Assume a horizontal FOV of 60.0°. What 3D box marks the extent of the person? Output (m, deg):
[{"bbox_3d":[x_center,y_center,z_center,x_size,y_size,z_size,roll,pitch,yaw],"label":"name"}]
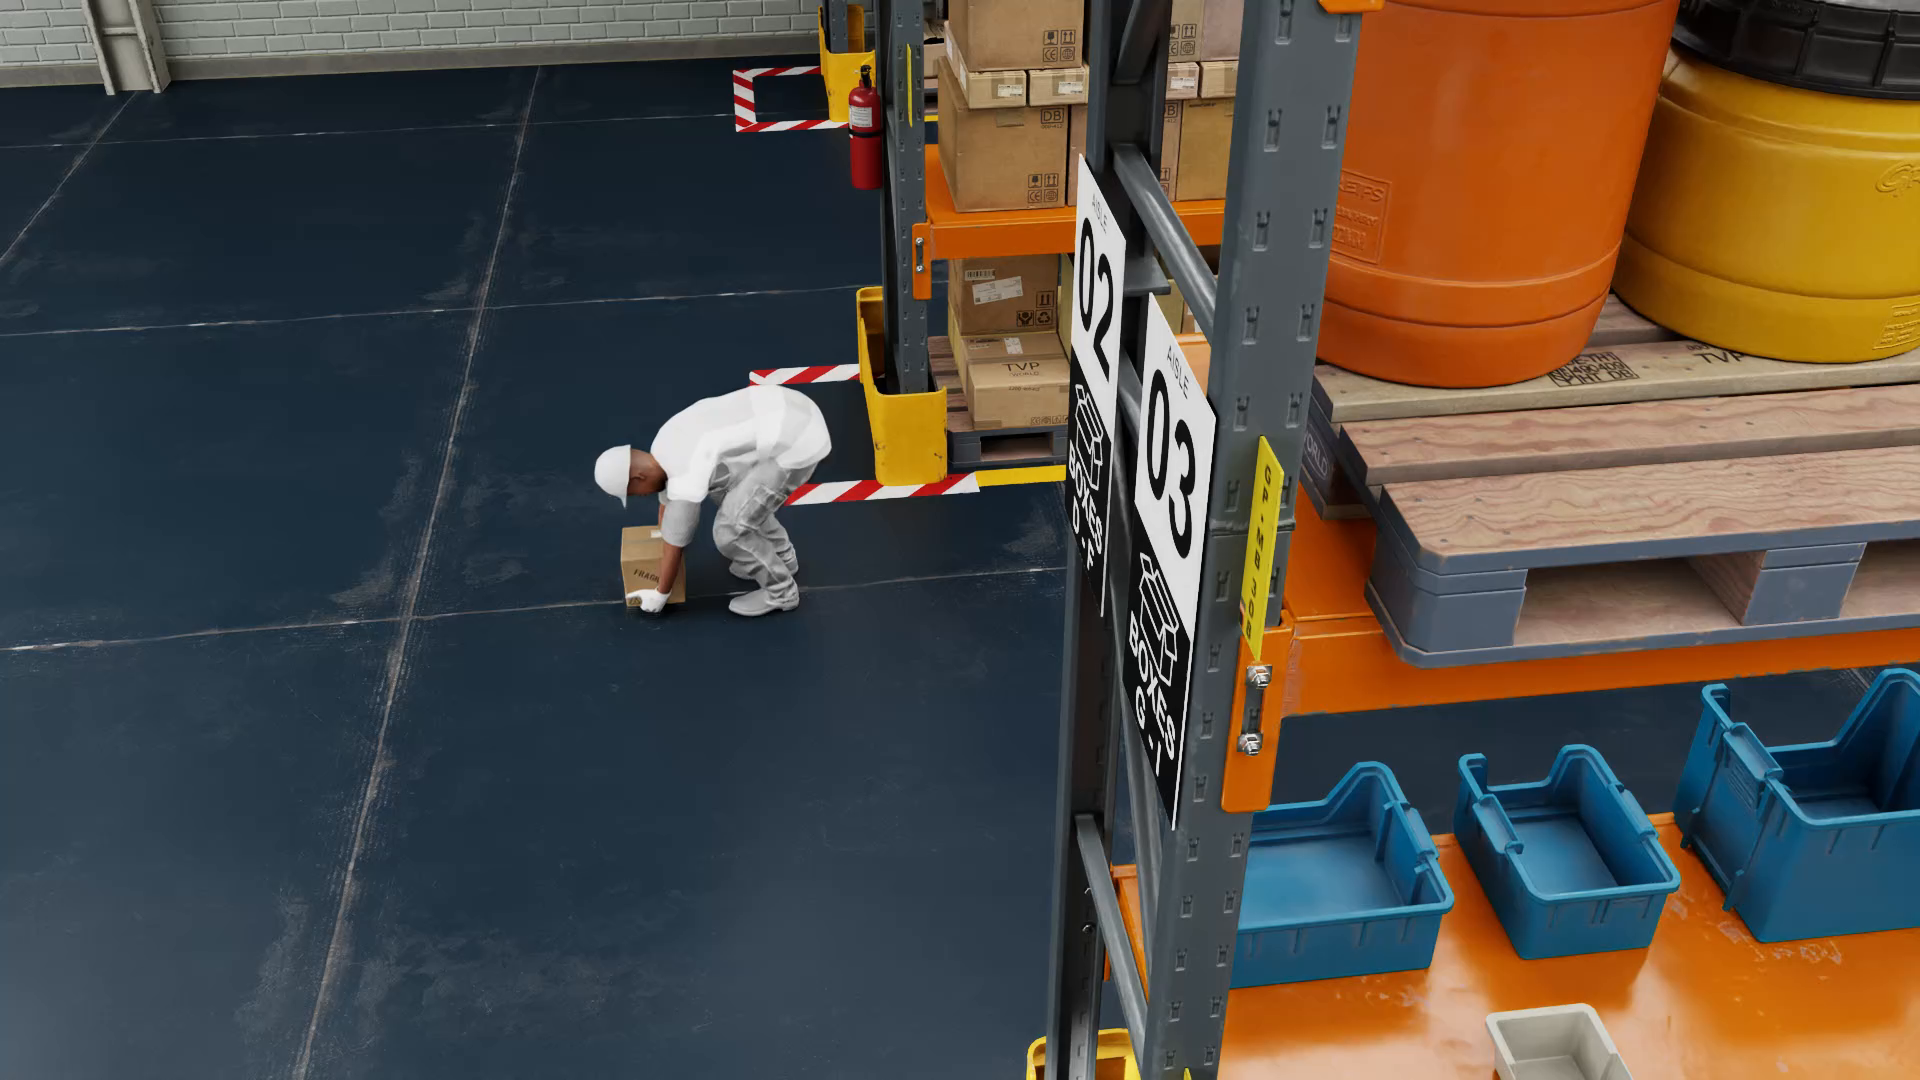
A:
[{"bbox_3d":[-1.031,-0.164,7.076,0.981,0.973,0.522,-6,35,-9],"label":"person"}]
